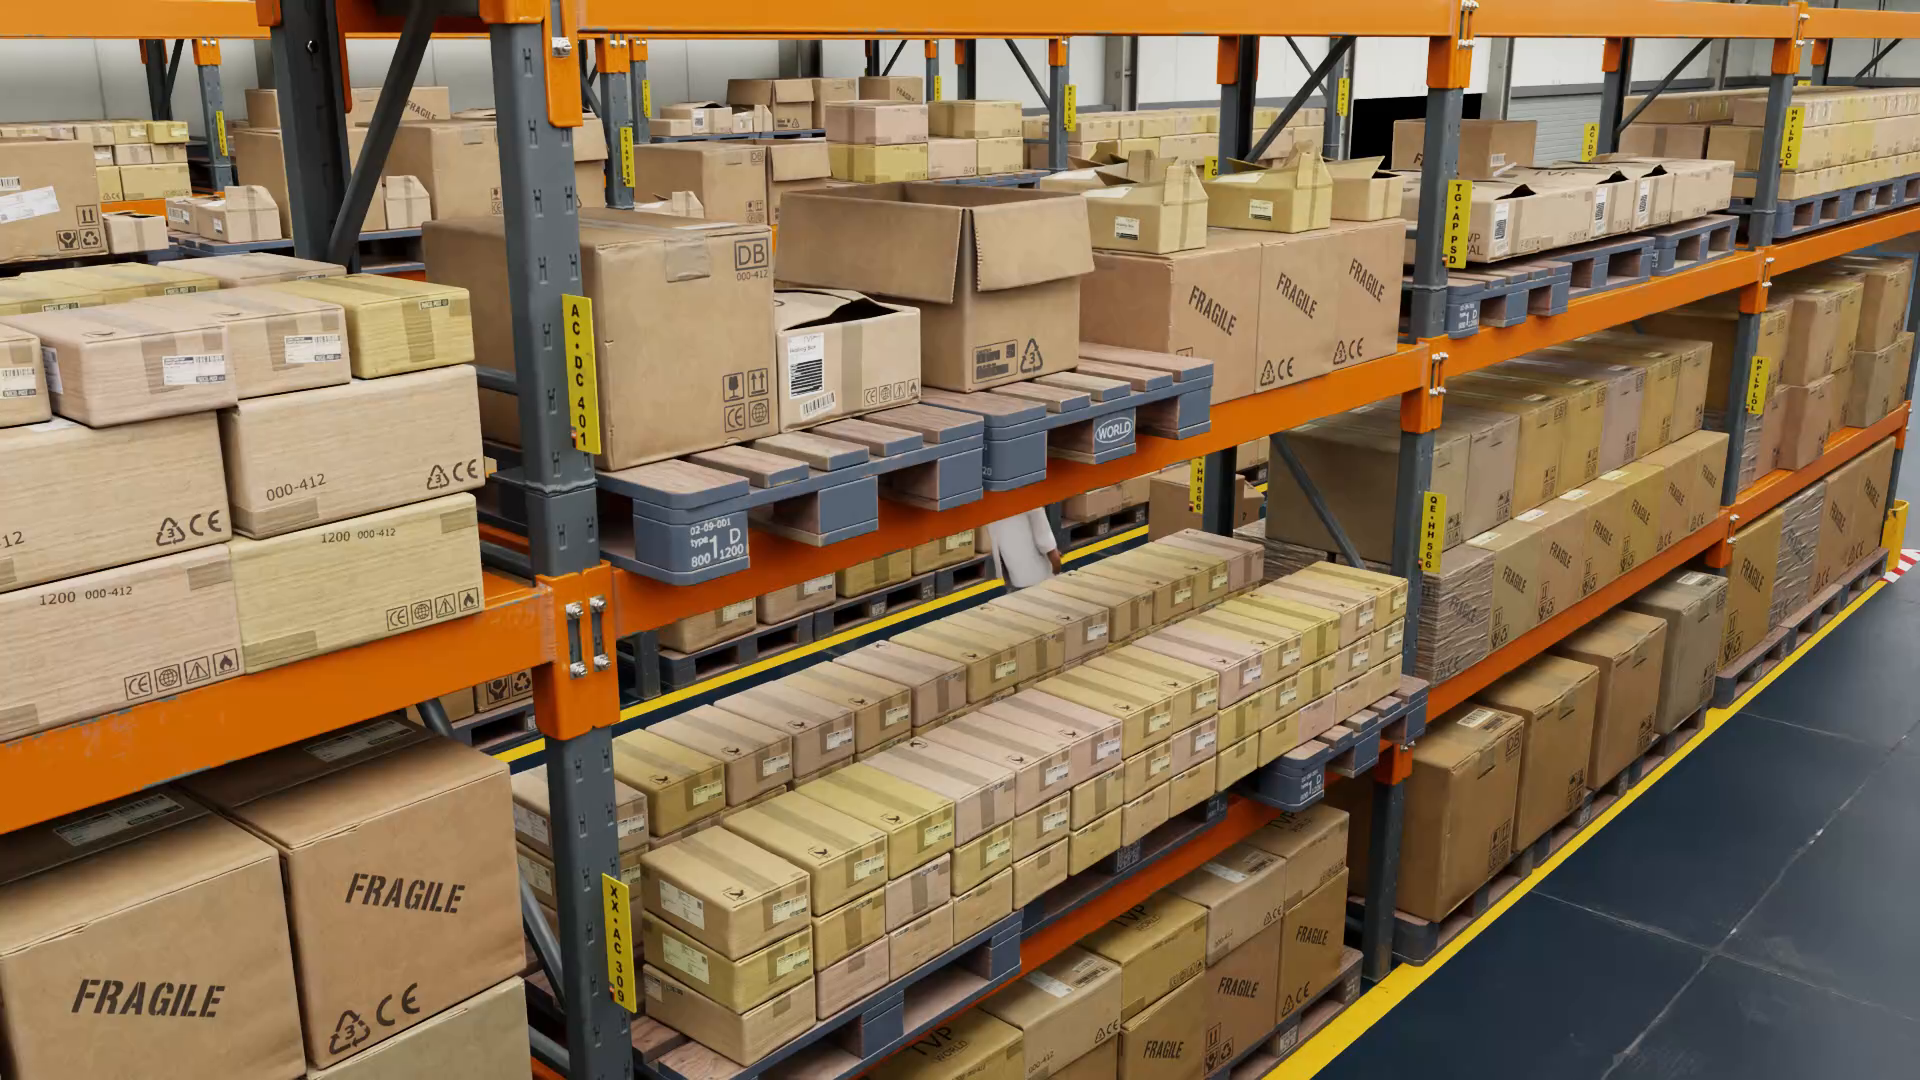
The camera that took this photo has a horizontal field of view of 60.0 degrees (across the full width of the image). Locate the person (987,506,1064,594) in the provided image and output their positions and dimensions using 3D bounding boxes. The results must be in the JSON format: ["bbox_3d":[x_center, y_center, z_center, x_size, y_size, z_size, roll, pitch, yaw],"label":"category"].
[{"bbox_3d":[0.383,0.031,10.404,0.636,1.775,0.636,-8,18,-24],"label":"person"}]
